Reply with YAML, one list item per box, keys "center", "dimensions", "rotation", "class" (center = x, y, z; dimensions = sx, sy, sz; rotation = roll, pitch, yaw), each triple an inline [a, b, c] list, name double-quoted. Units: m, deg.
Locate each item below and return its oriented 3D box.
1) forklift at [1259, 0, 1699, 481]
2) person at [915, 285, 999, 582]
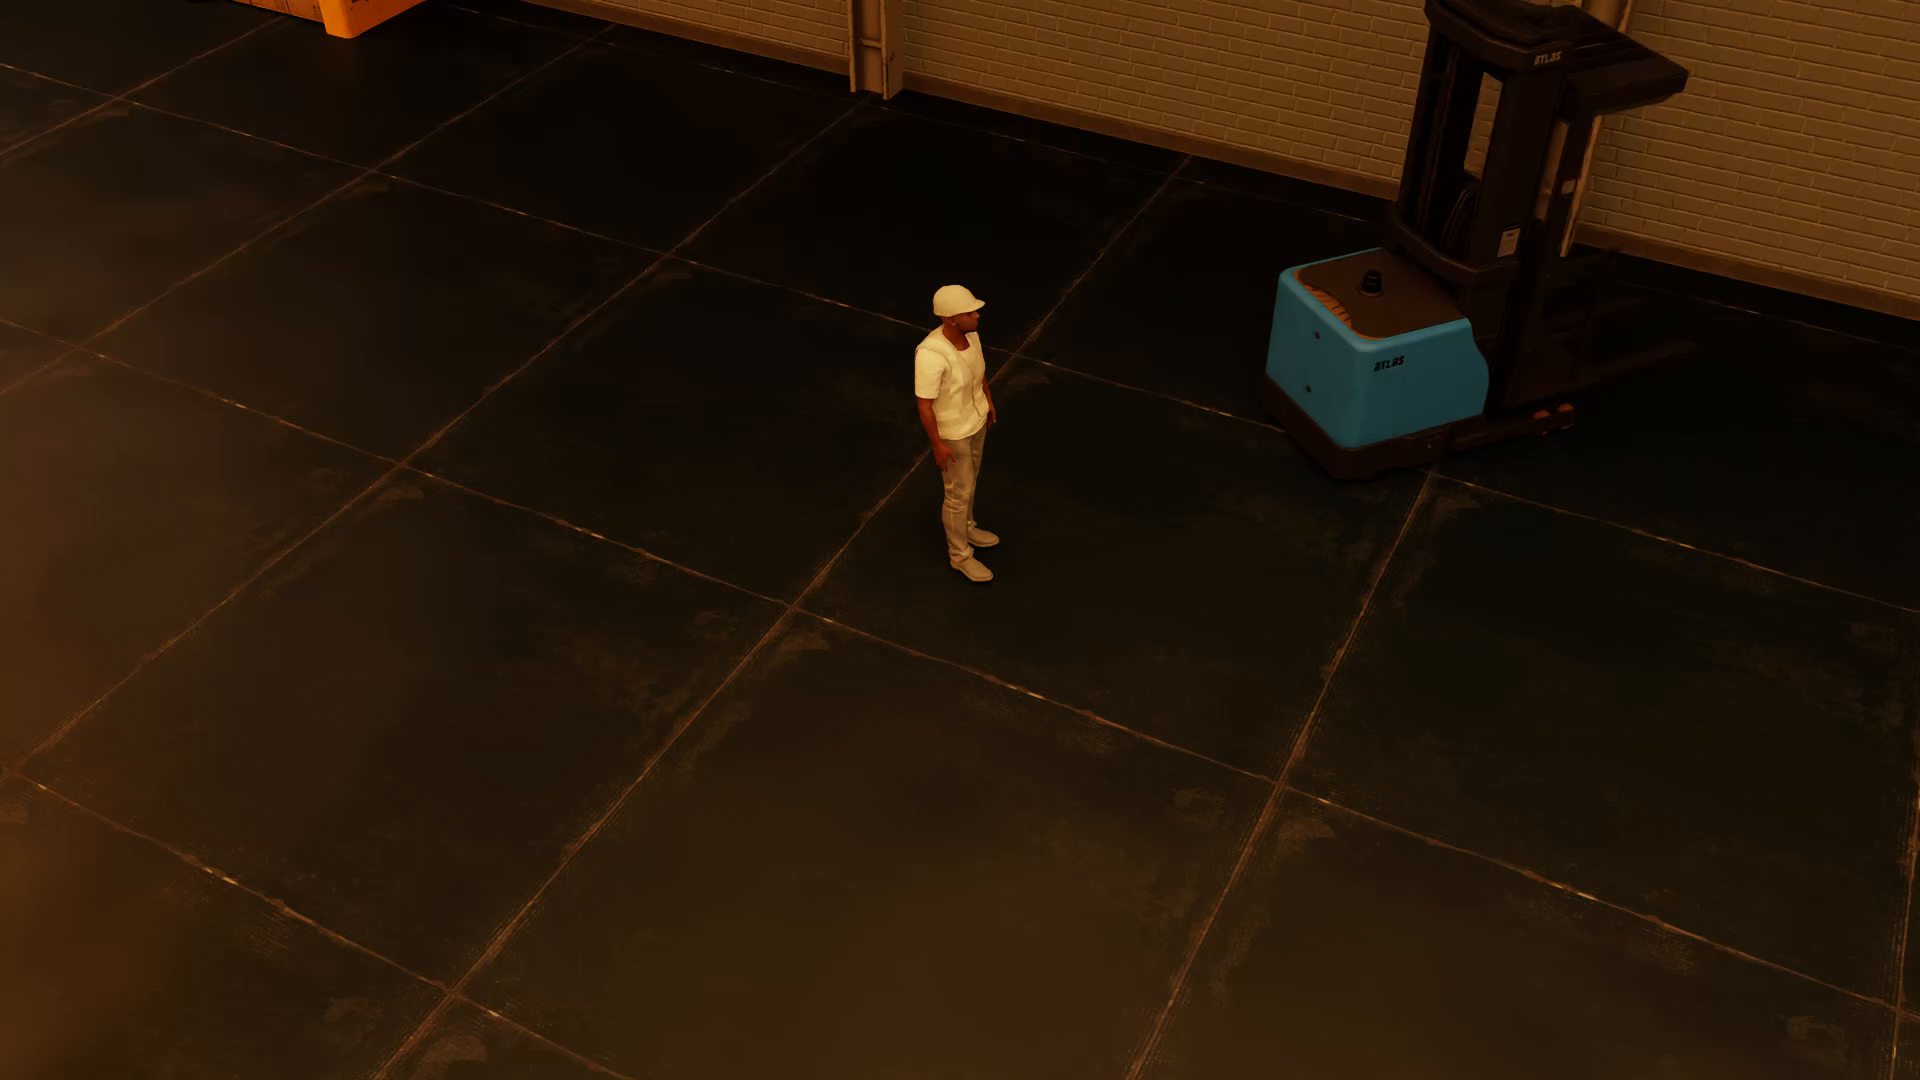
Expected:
- center: [3.595, -2.117, 10.500]
  dimensions: [3.031, 2.935, 1.130]
  rotation: [-15, 42, -17]
  class: "forklift"
- center: [0.059, -0.657, 9.659]
  dimensions: [0.575, 1.768, 0.642]
  rotation: [18, 43, 21]
  class: "person"
